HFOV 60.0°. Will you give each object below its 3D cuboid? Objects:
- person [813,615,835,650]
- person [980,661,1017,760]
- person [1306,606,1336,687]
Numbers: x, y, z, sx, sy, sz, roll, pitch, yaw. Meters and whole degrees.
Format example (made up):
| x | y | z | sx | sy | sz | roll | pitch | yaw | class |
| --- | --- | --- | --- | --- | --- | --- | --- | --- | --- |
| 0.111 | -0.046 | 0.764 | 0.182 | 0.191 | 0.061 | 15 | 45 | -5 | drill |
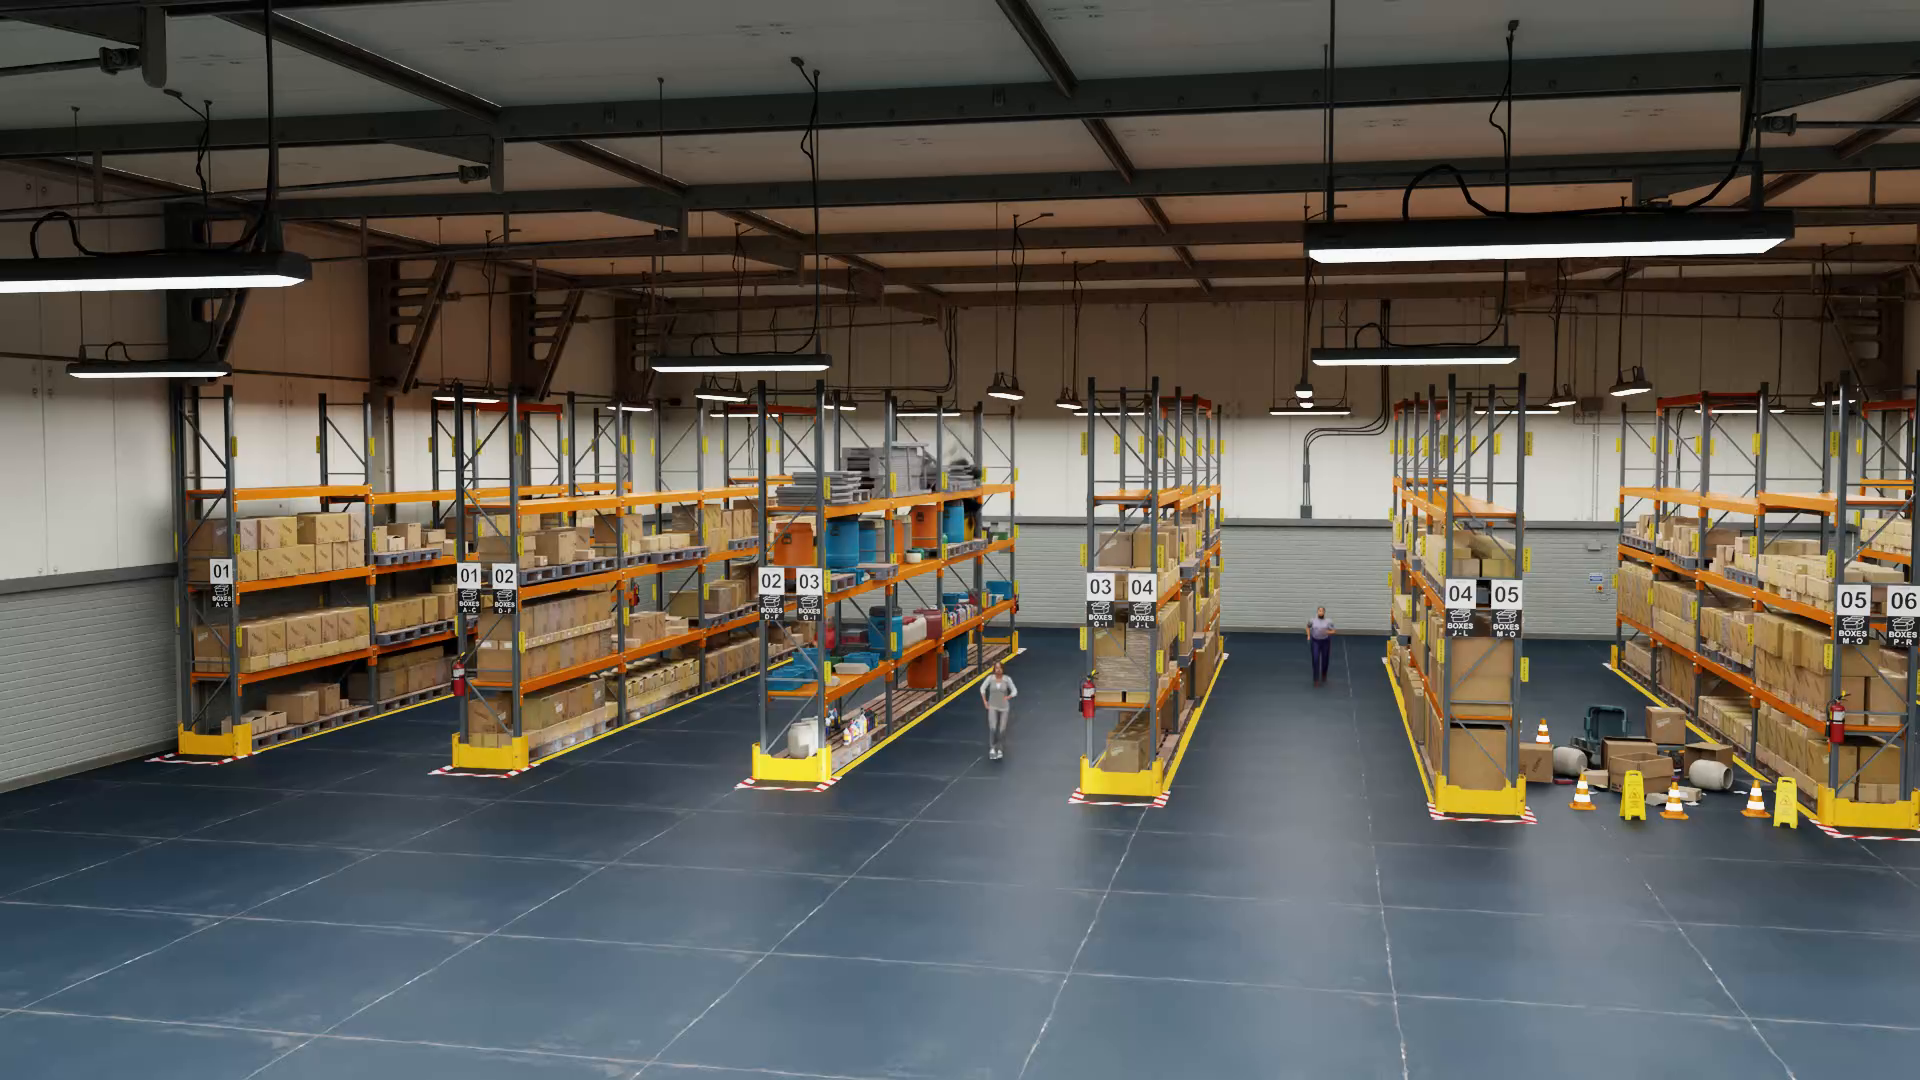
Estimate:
| x | y | z | sx | sy | sz | roll | pitch | yaw | class |
| --- | --- | --- | --- | --- | --- | --- | --- | --- | --- |
| -2.594 | 2.326 | 32.828 | 0.660 | 1.671 | 0.626 | 0 | 3 | 6 | person |
| 0.621 | 2.723 | 26.531 | 0.593 | 1.565 | 0.557 | 0 | 3 | 1 | person |
| 7.571 | 2.208 | 34.903 | 0.601 | 1.648 | 0.934 | 1 | 3 | 9 | person |
